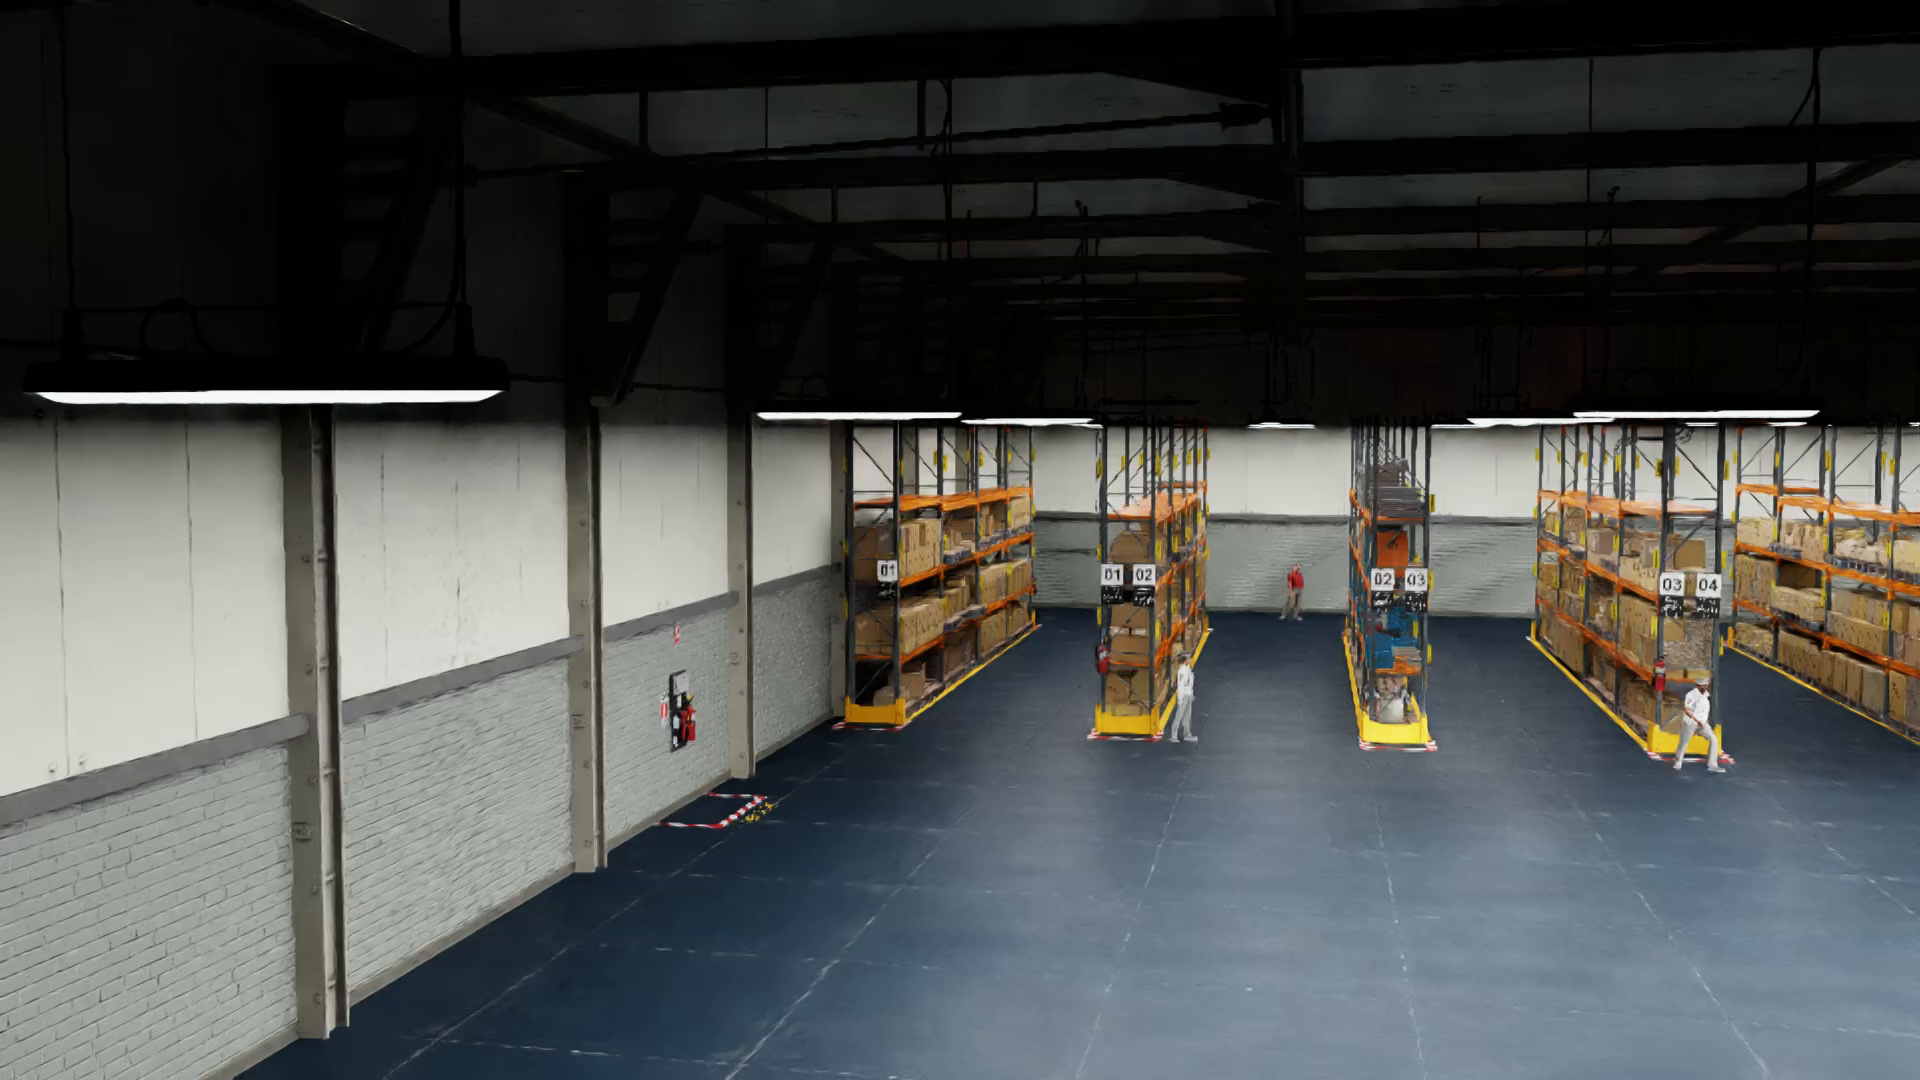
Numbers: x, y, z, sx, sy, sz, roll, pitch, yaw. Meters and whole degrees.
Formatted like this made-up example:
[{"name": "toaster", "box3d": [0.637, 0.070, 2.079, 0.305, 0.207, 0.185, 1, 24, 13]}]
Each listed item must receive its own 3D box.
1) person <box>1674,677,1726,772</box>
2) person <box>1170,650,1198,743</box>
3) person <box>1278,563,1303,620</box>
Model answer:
[{"name": "person", "box3d": [12.340, 3.060, 27.813, 0.616, 1.618, 0.761, -1, 4, -9]}, {"name": "person", "box3d": [4.094, 2.857, 30.415, 0.445, 1.677, 0.599, 1, 4, 20]}, {"name": "person", "box3d": [9.950, 1.545, 49.943, 0.737, 1.721, 0.528, -2, 4, -32]}]
